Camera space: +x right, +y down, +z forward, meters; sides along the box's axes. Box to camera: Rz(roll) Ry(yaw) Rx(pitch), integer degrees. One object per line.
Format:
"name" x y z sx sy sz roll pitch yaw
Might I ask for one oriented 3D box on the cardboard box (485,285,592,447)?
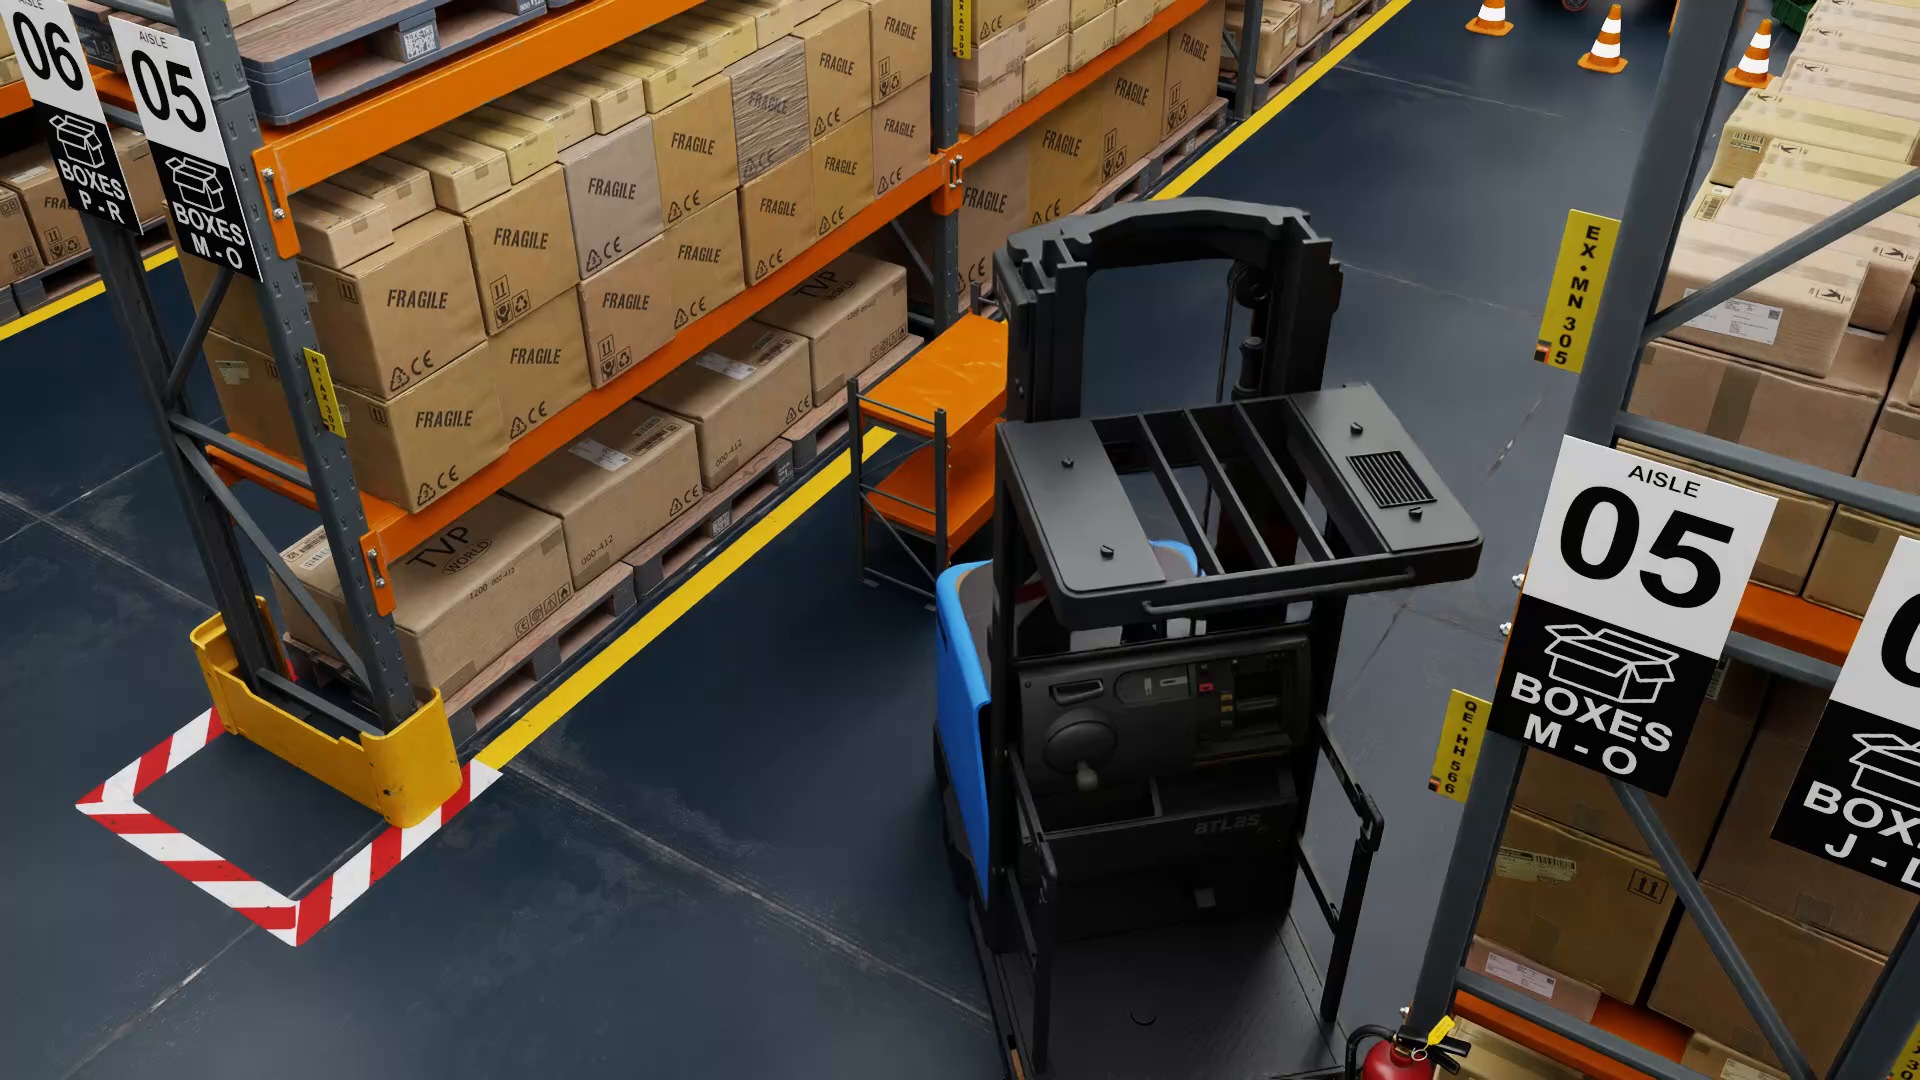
"cardboard box" -1.857 -0.767 6.646 0.500 0.500 0.500 21 42 25

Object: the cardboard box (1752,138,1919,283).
"cardboard box" 1.911 -0.717 3.592 0.380 0.149 0.250 20 42 24

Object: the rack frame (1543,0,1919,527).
"rack frame" 1.630 -1.113 2.263 1.000 3.000 0.127 21 42 25

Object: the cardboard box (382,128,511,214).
"cardboard box" -1.864 -1.344 6.044 0.380 0.149 0.250 23 43 26

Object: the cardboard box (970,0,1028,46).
"cardboard box" 0.017 -2.935 8.639 0.500 0.500 0.500 22 43 26

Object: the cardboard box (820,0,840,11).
"cardboard box" -0.732 -2.570 7.634 0.380 0.149 0.250 21 42 25

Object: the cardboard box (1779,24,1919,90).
"cardboard box" 2.273 -1.139 4.140 0.380 0.149 0.250 22 43 26

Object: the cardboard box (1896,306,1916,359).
"cardboard box" 2.637 -0.553 4.116 0.500 0.250 0.500 20 42 24

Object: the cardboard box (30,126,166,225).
"cardboard box" -5.343 -2.350 10.484 0.700 0.500 0.500 20 42 23

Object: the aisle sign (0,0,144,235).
"aisle sign" -2.904 -1.398 5.417 0.394 0.787 0.004 21 42 25

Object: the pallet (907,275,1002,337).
"pallet" -0.111 -1.684 10.201 1.003 0.211 1.213 21 42 25

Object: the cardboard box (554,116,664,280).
"cardboard box" -1.566 -1.431 6.688 0.500 0.500 0.500 21 42 25

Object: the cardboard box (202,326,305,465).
"cardboard box" -2.569 -0.679 6.532 0.500 0.500 0.500 21 42 25

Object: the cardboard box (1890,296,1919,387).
"cardboard box" 2.363 -0.474 3.605 0.500 0.250 0.500 21 42 25

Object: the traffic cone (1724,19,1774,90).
"traffic cone" 6.065 -3.721 12.638 0.336 0.463 0.334 21 42 25

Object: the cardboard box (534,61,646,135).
"cardboard box" -1.473 -1.753 6.575 0.380 0.149 0.250 22 43 26

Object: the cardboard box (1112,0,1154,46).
"cardboard box" 0.837 -3.228 10.043 0.500 0.250 0.500 20 42 24

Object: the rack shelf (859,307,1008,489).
"rack shelf" -0.004 -0.674 7.663 0.538 0.278 1.000 21 42 25

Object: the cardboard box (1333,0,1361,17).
"cardboard box" 2.793 -4.614 13.526 0.950 0.372 0.625 23 43 27

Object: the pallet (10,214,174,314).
"pallet" -5.676 -1.898 10.479 1.003 0.211 1.213 21 42 25

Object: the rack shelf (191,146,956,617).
"rack shelf" -1.532 -1.050 7.684 1.077 0.370 4.000 21 42 25

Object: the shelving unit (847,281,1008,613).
"shelving unit" -0.004 -0.442 7.842 0.538 1.125 1.048 21 42 25

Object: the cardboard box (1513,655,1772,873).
"cardboard box" 1.665 0.392 4.079 0.500 0.500 0.500 20 42 24

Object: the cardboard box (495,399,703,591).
"cardboard box" -1.852 -0.303 7.881 0.875 0.438 0.875 22 43 26

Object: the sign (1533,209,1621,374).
"sign" 1.172 -0.468 3.157 0.100 0.325 0.005 21 42 25

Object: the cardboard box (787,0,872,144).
"cardboard box" -0.759 -2.209 7.698 0.500 0.500 0.500 21 42 24

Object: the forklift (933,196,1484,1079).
"forklift" 0.687 0.611 4.996 1.130 2.935 3.031 -7 38 -9

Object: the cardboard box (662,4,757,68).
"cardboard box" -1.096 -2.157 7.099 0.380 0.149 0.250 20 42 24

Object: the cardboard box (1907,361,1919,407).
"cardboard box" 1.996 -0.314 3.070 0.380 0.149 0.250 21 42 25

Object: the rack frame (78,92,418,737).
"rack frame" -2.604 -0.304 6.127 1.000 3.000 0.127 21 42 25

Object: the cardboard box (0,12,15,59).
"cardboard box" -5.532 -2.923 9.404 0.500 0.250 0.500 20 42 24

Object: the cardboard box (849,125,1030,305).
"cardboard box" -0.196 -2.037 9.771 0.875 0.875 0.875 23 43 26

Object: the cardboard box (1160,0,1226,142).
"cardboard box" 1.242 -3.424 11.571 0.875 0.875 0.875 21 42 25

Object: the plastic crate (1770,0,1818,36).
"plastic crate" 7.046 -4.351 13.632 0.662 0.188 0.450 -18 51 -22

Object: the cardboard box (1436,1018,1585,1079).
"cardboard box" 1.699 1.634 5.117 0.380 0.149 0.250 22 43 26

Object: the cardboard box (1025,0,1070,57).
"cardboard box" 0.268 -2.917 9.230 0.500 0.250 0.500 22 43 26

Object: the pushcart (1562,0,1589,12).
"pushcart" 5.777 -4.732 14.019 1.648 0.377 0.936 8 38 10

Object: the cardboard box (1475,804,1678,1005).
"cardboard box" 1.653 0.790 4.383 0.500 0.500 0.500 22 43 26

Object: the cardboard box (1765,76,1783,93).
"cardboard box" 2.211 -0.912 4.172 0.500 0.250 0.500 22 43 26

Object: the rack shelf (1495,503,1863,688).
"rack shelf" 2.701 -0.671 4.736 1.077 0.370 4.000 21 42 25

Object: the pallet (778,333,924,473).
"pallet" -0.934 -0.895 9.178 1.003 0.211 1.213 21 42 25

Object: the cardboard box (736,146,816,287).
"cardboard box" -1.022 -1.552 7.664 0.500 0.500 0.500 21 42 24

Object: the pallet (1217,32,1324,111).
"pallet" 2.102 -3.726 12.850 1.003 0.211 1.213 21 42 25

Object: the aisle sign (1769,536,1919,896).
"aisle sign" 1.844 0.369 3.125 0.394 0.787 0.004 21 42 25

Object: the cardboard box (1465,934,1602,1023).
"cardboard box" 1.566 1.102 4.509 0.380 0.149 0.250 21 42 25

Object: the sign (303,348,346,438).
"sign" -2.139 -0.494 5.599 0.100 0.325 0.005 21 42 25

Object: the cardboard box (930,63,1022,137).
"cardboard box" -0.002 -2.447 9.030 0.500 0.250 0.500 20 42 24
